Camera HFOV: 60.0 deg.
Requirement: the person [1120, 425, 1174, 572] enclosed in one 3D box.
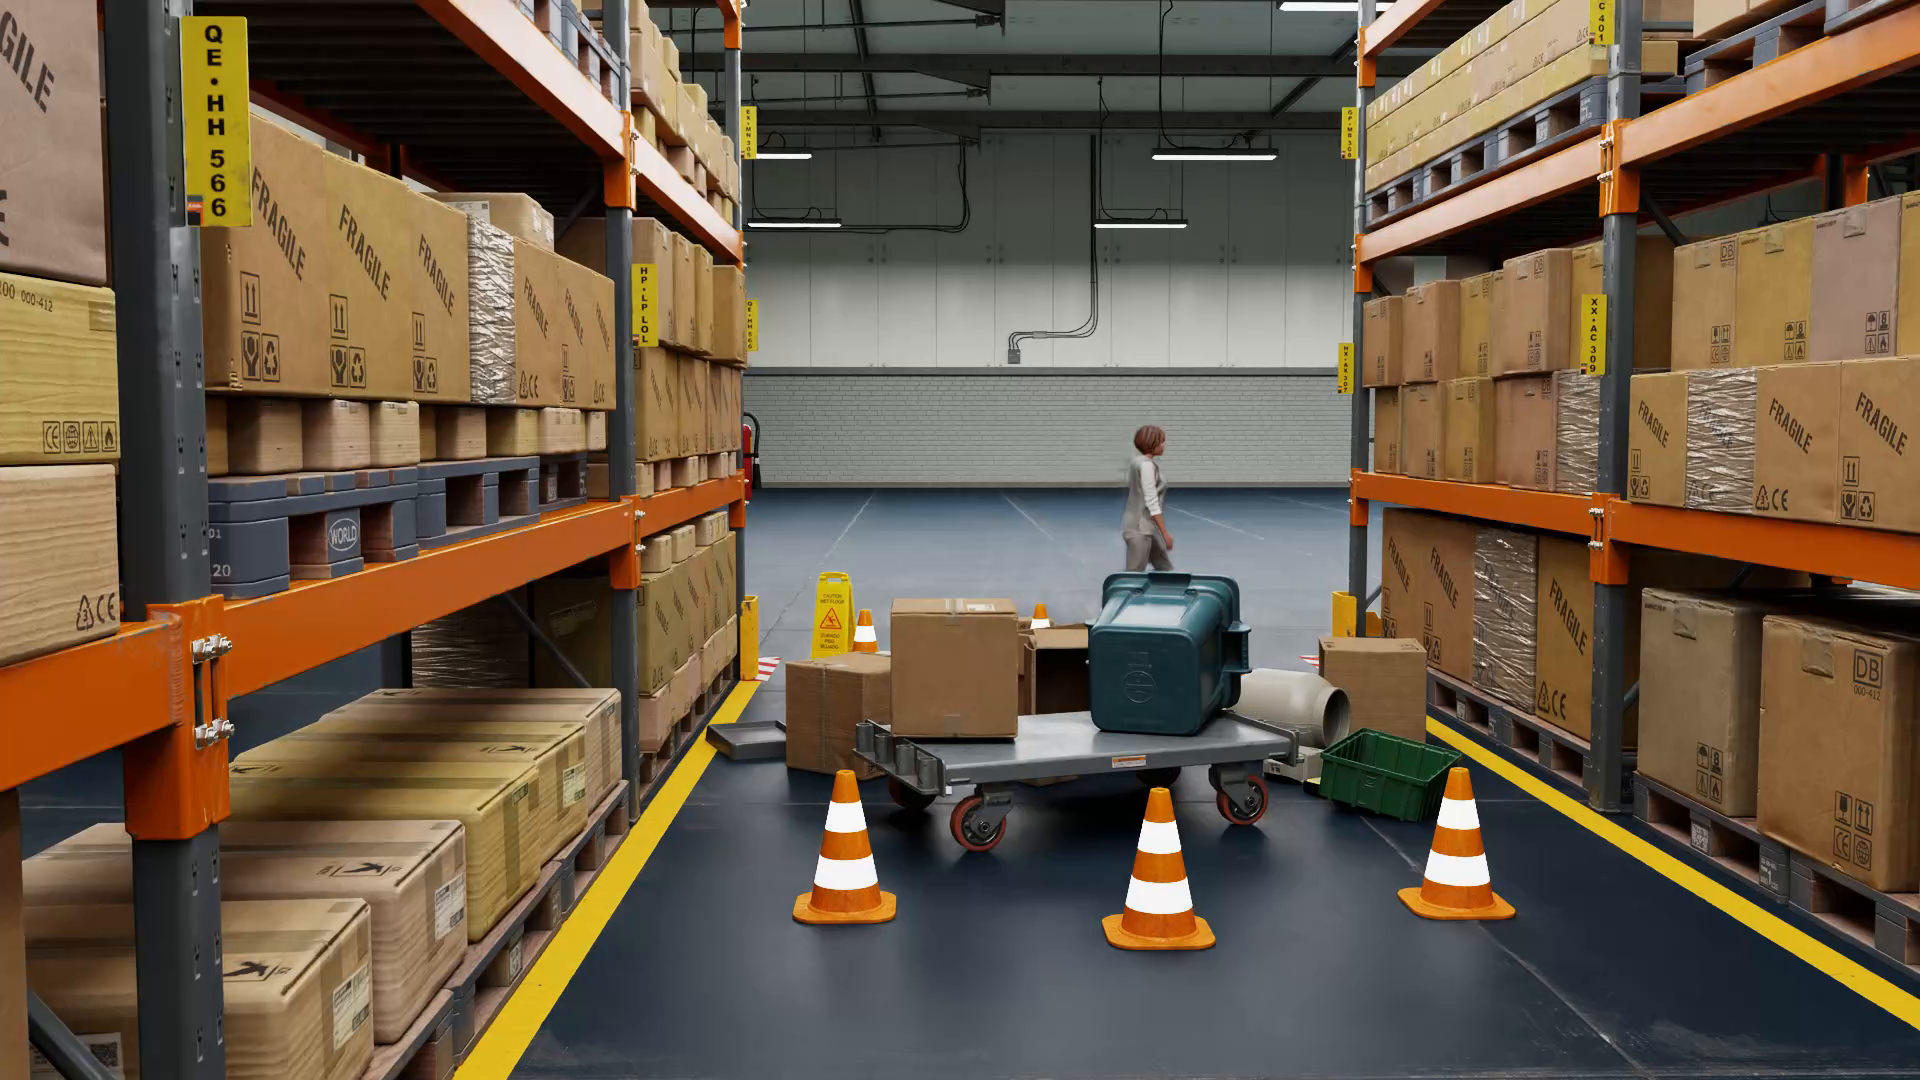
[{"bbox_3d":[1.305,-0.017,12.065,0.527,1.636,0.450,0,4,2],"label":"person"}]
